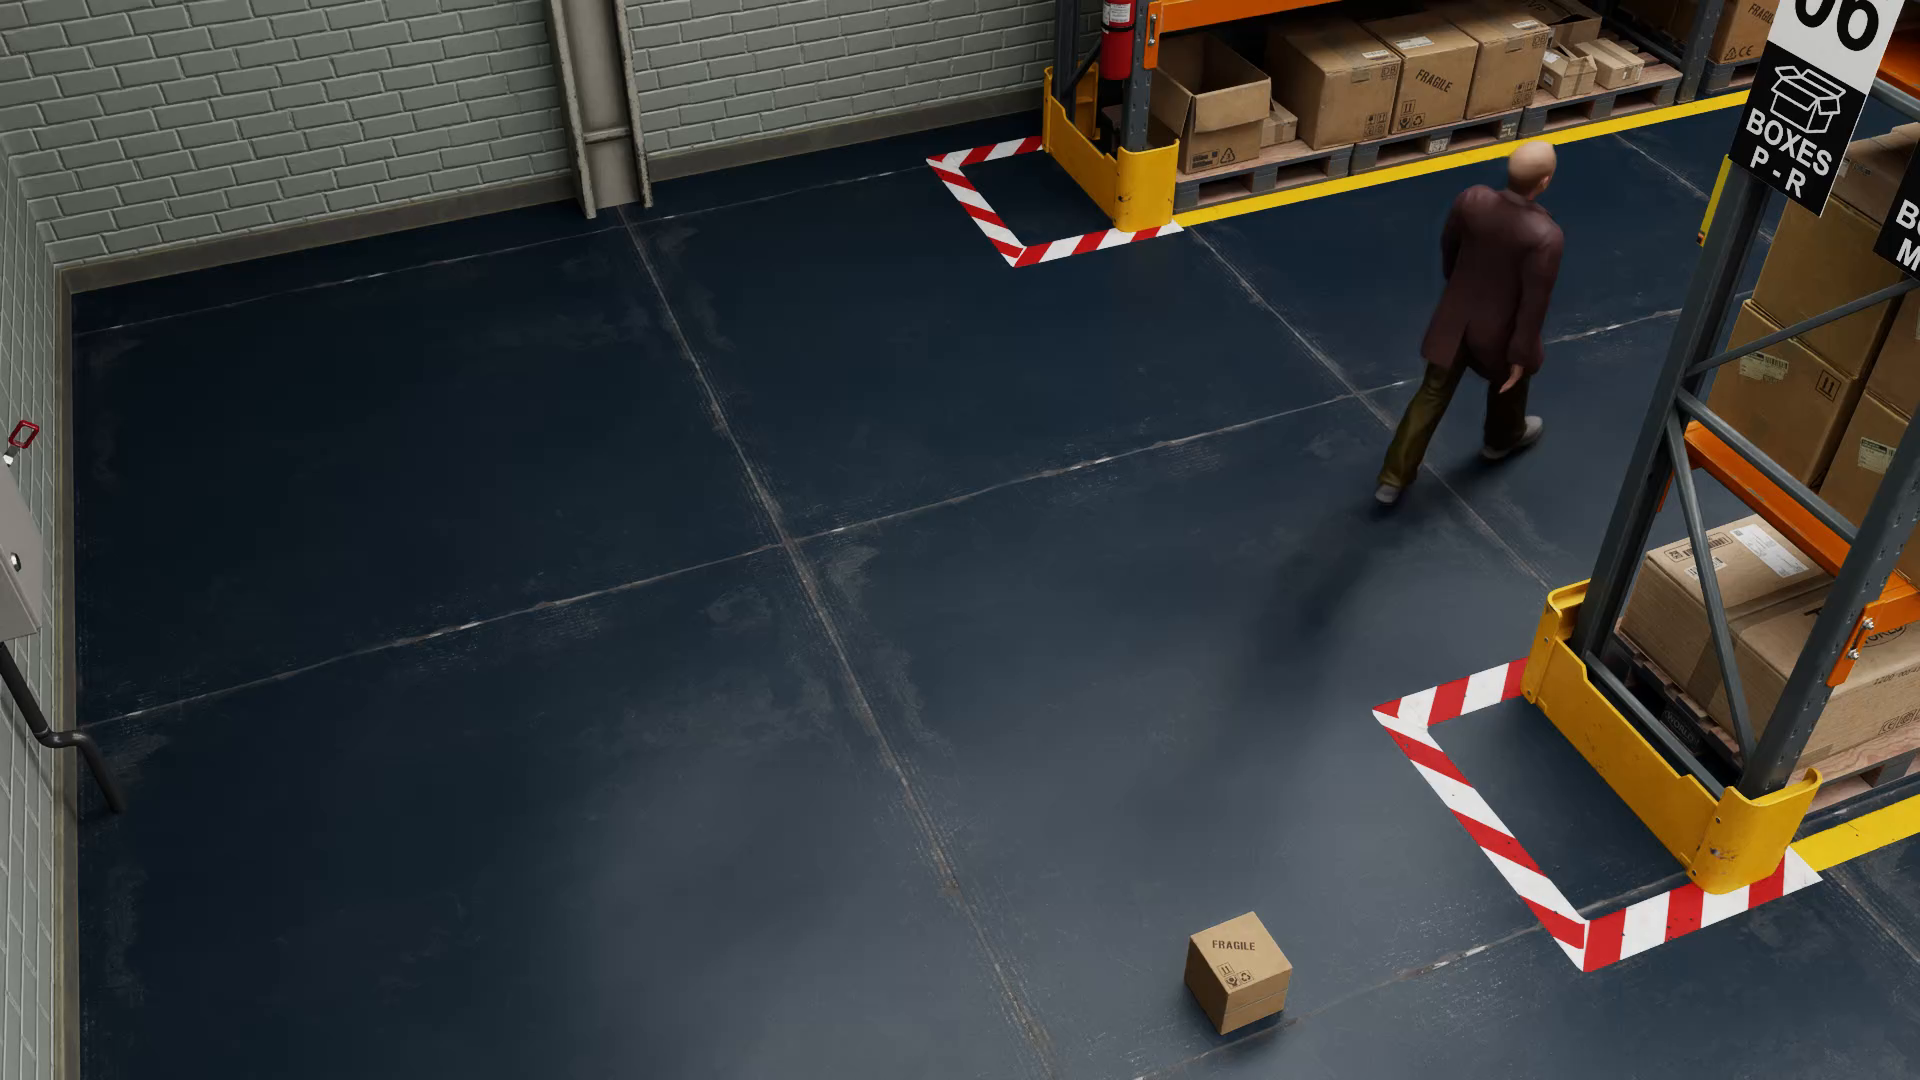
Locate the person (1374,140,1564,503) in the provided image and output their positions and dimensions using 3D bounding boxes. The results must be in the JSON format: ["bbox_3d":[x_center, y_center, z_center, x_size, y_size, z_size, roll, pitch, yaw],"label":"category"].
[{"bbox_3d":[2.333,-0.993,7.299,1.083,1.733,0.643,-32,50,-31],"label":"person"}]
